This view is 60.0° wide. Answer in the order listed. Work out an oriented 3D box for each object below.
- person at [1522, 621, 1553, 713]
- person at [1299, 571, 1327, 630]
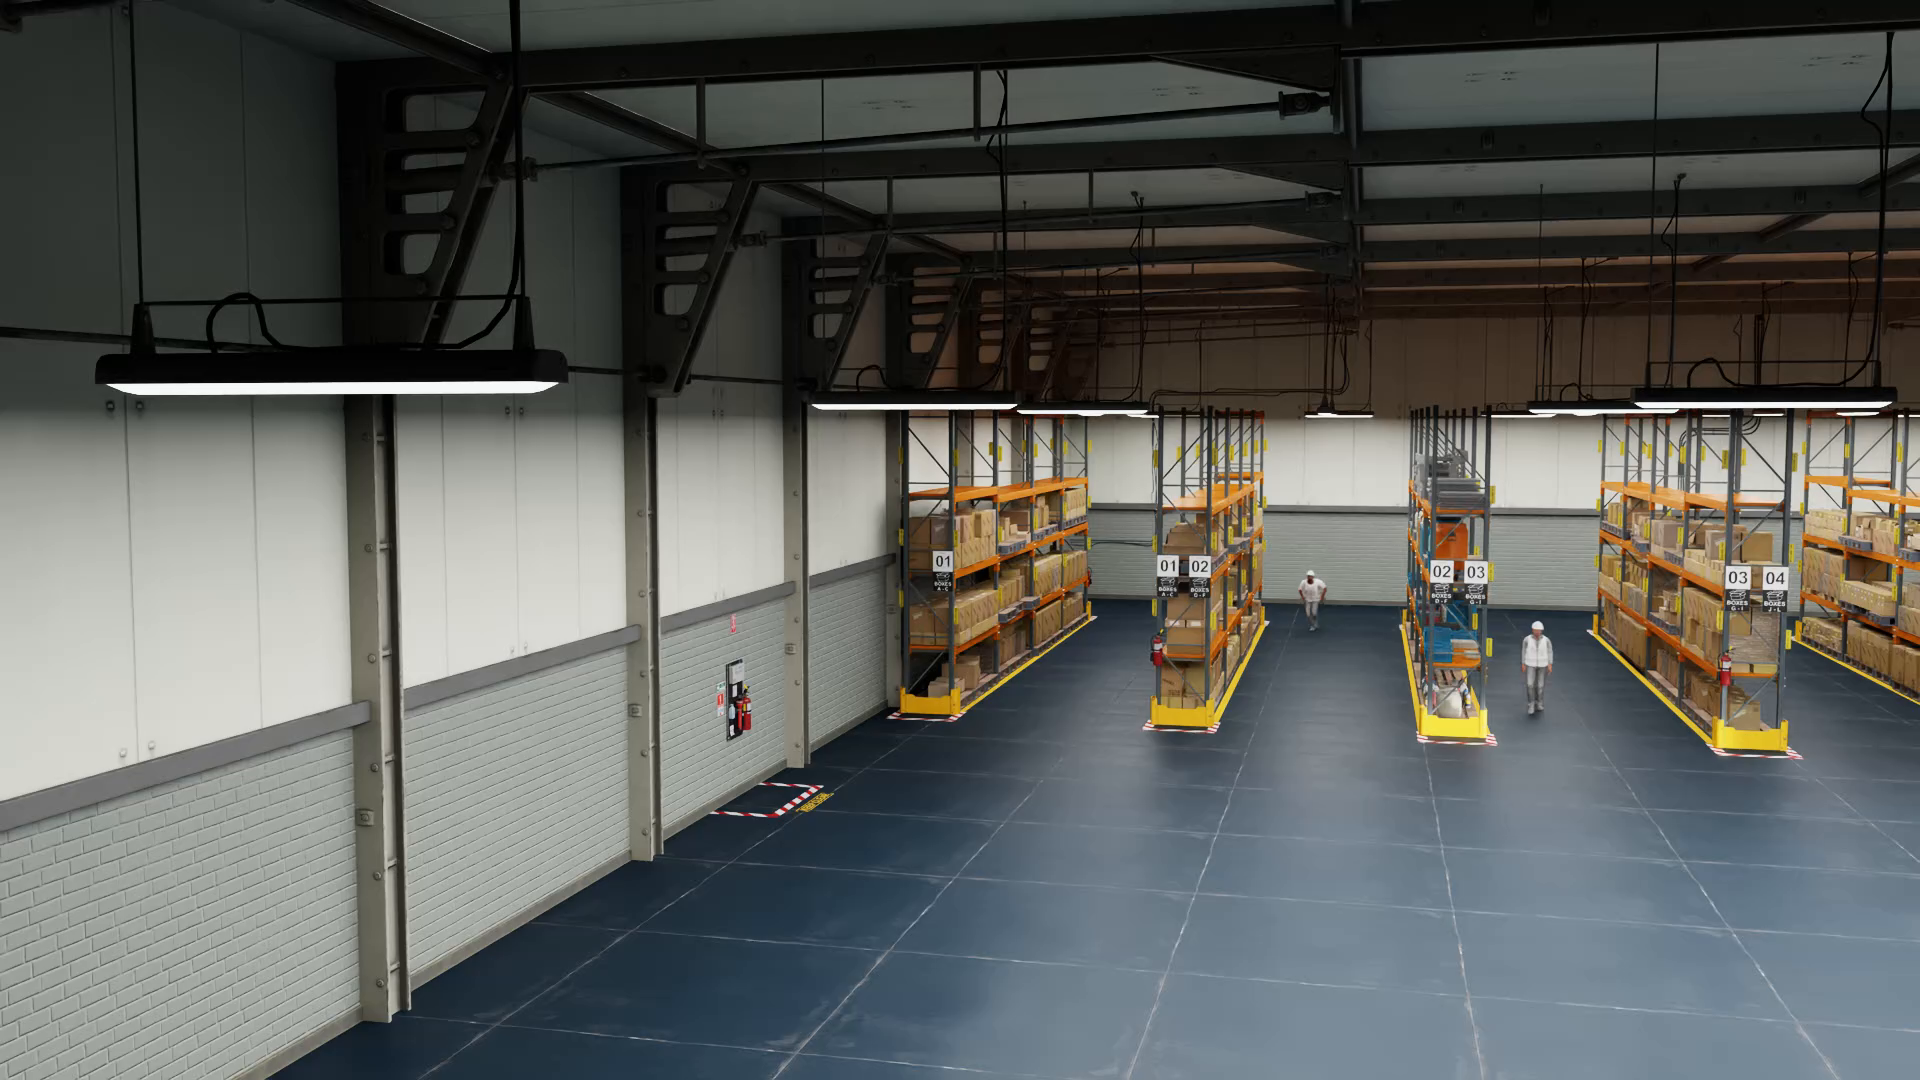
[{"bbox_3d":[11.363,2.508,32.731,0.581,1.826,0.550,1,4,15],"label":"person"},{"bbox_3d":[9.597,1.647,45.250,0.742,1.665,0.701,2,4,23],"label":"person"}]
